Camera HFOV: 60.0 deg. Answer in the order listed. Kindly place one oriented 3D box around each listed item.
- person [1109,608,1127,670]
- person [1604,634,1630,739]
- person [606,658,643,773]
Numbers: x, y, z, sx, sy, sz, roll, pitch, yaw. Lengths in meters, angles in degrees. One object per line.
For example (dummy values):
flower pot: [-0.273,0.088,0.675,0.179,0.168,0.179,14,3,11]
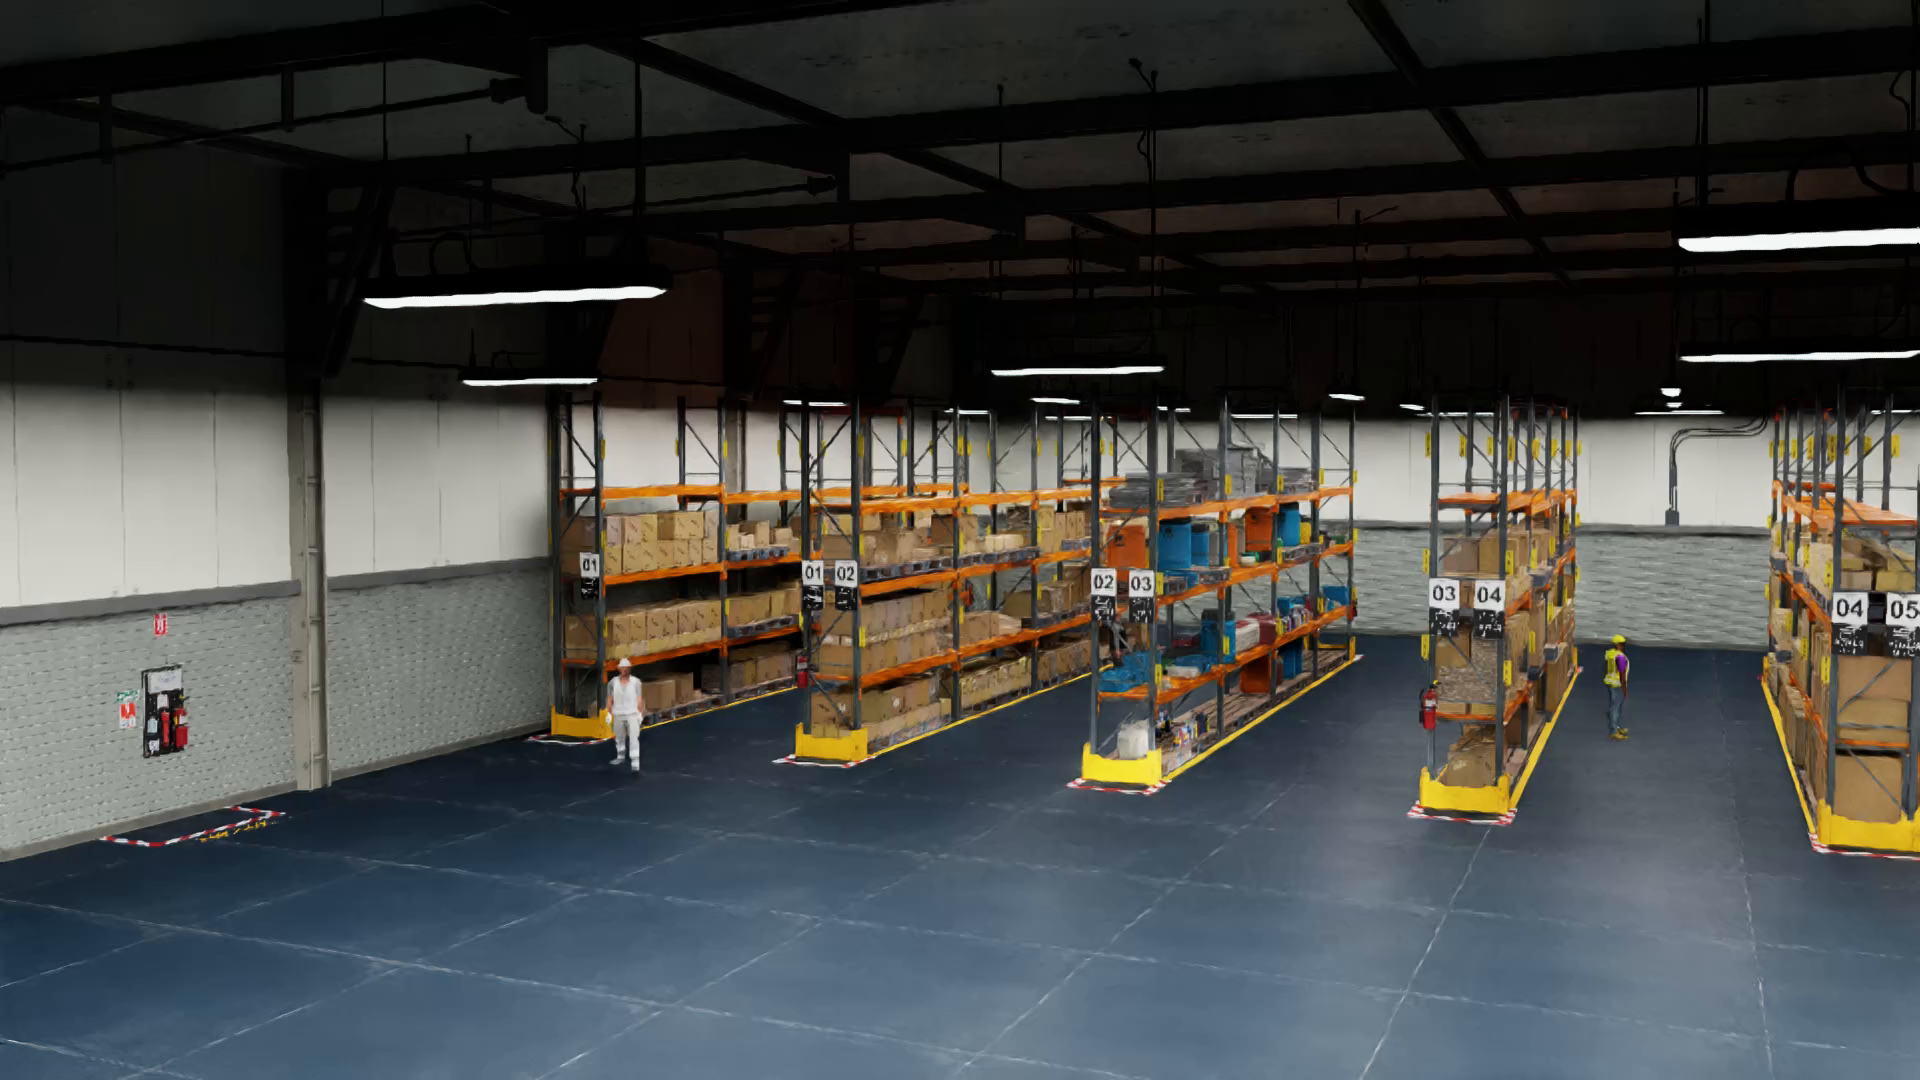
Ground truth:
person: [3.210,2.261,34.042,0.447,1.720,0.569,0,3,-1]
person: [11.397,2.512,28.730,0.464,1.772,0.645,0,3,-1]
person: [-5.199,2.702,25.753,0.586,1.761,0.947,0,3,-2]
